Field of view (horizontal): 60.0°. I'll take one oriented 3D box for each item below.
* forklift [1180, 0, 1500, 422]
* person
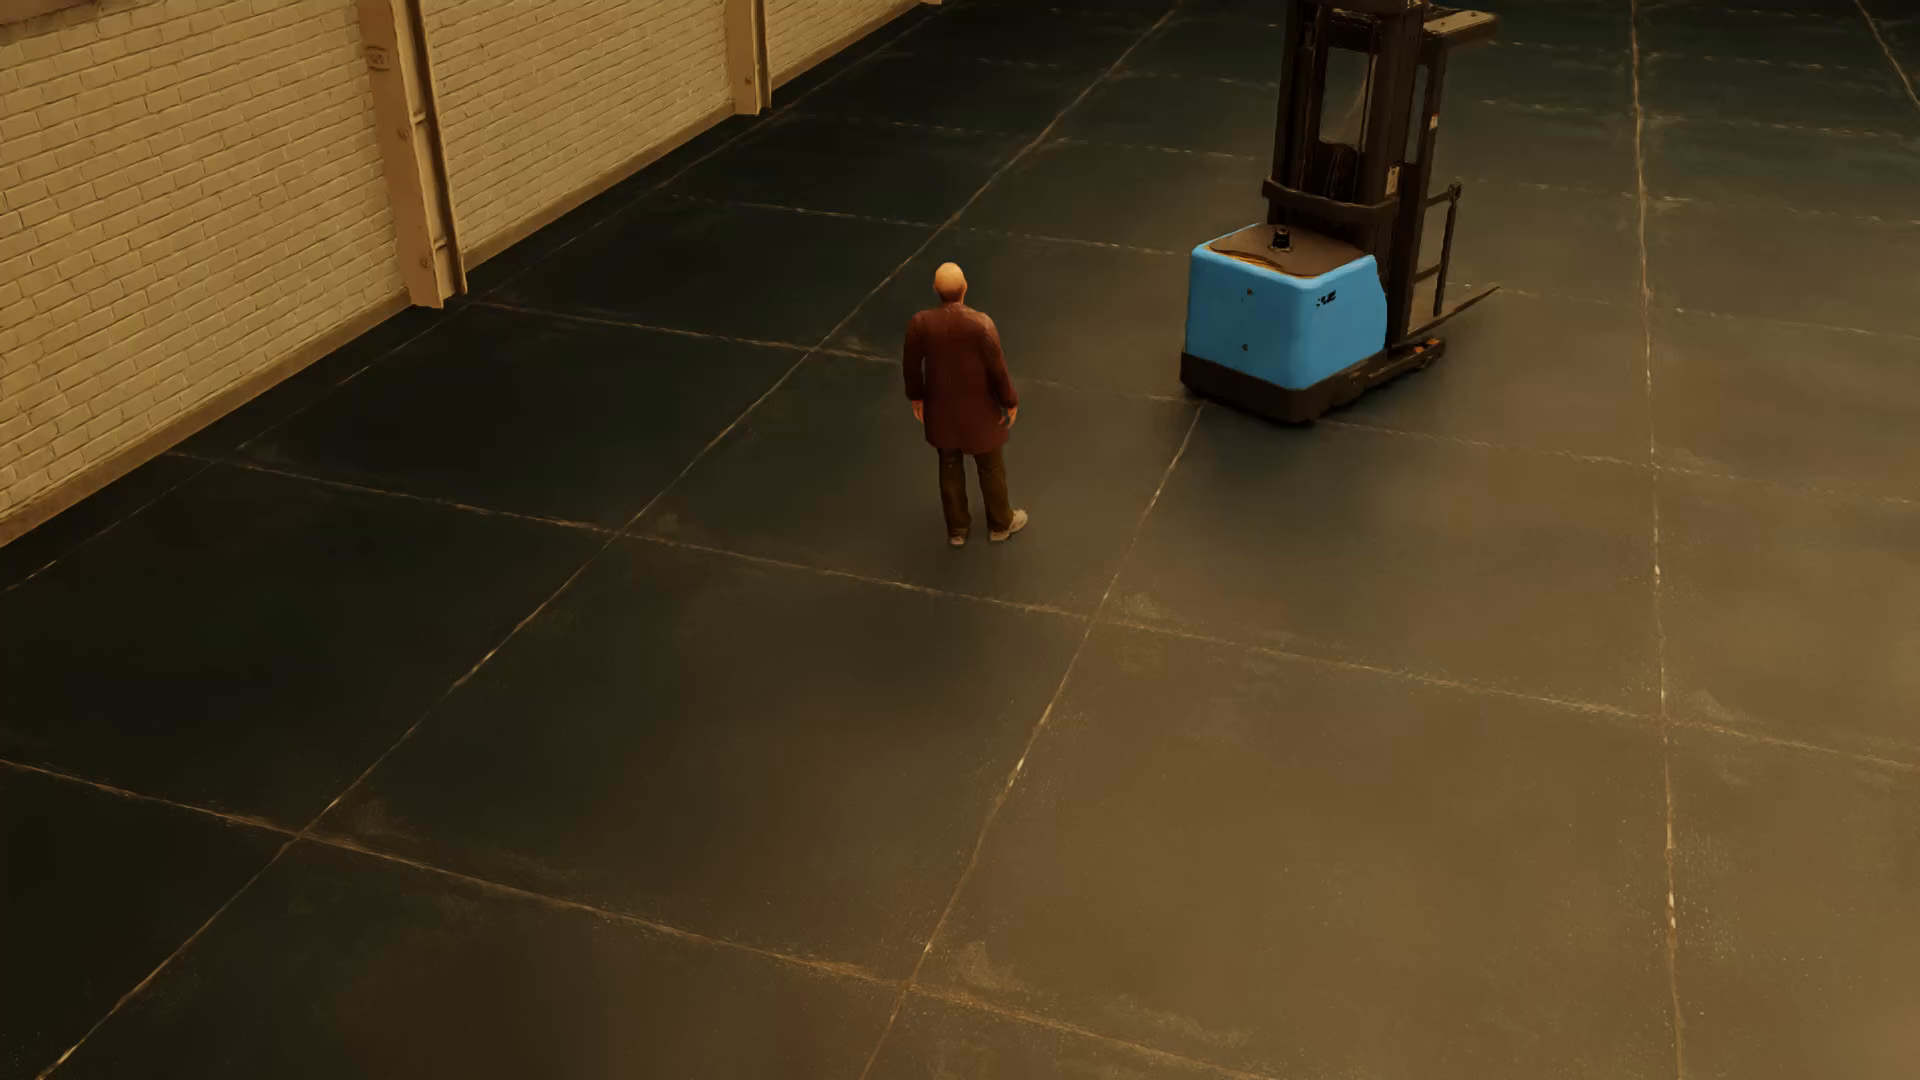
[{"bbox_3d":[2.985,-2.705,11.881,3.031,2.935,1.130,-26,39,-38],"label":"forklift"},{"bbox_3d":[0.034,-0.820,9.726,0.694,1.776,0.580,10,31,16],"label":"person"}]
